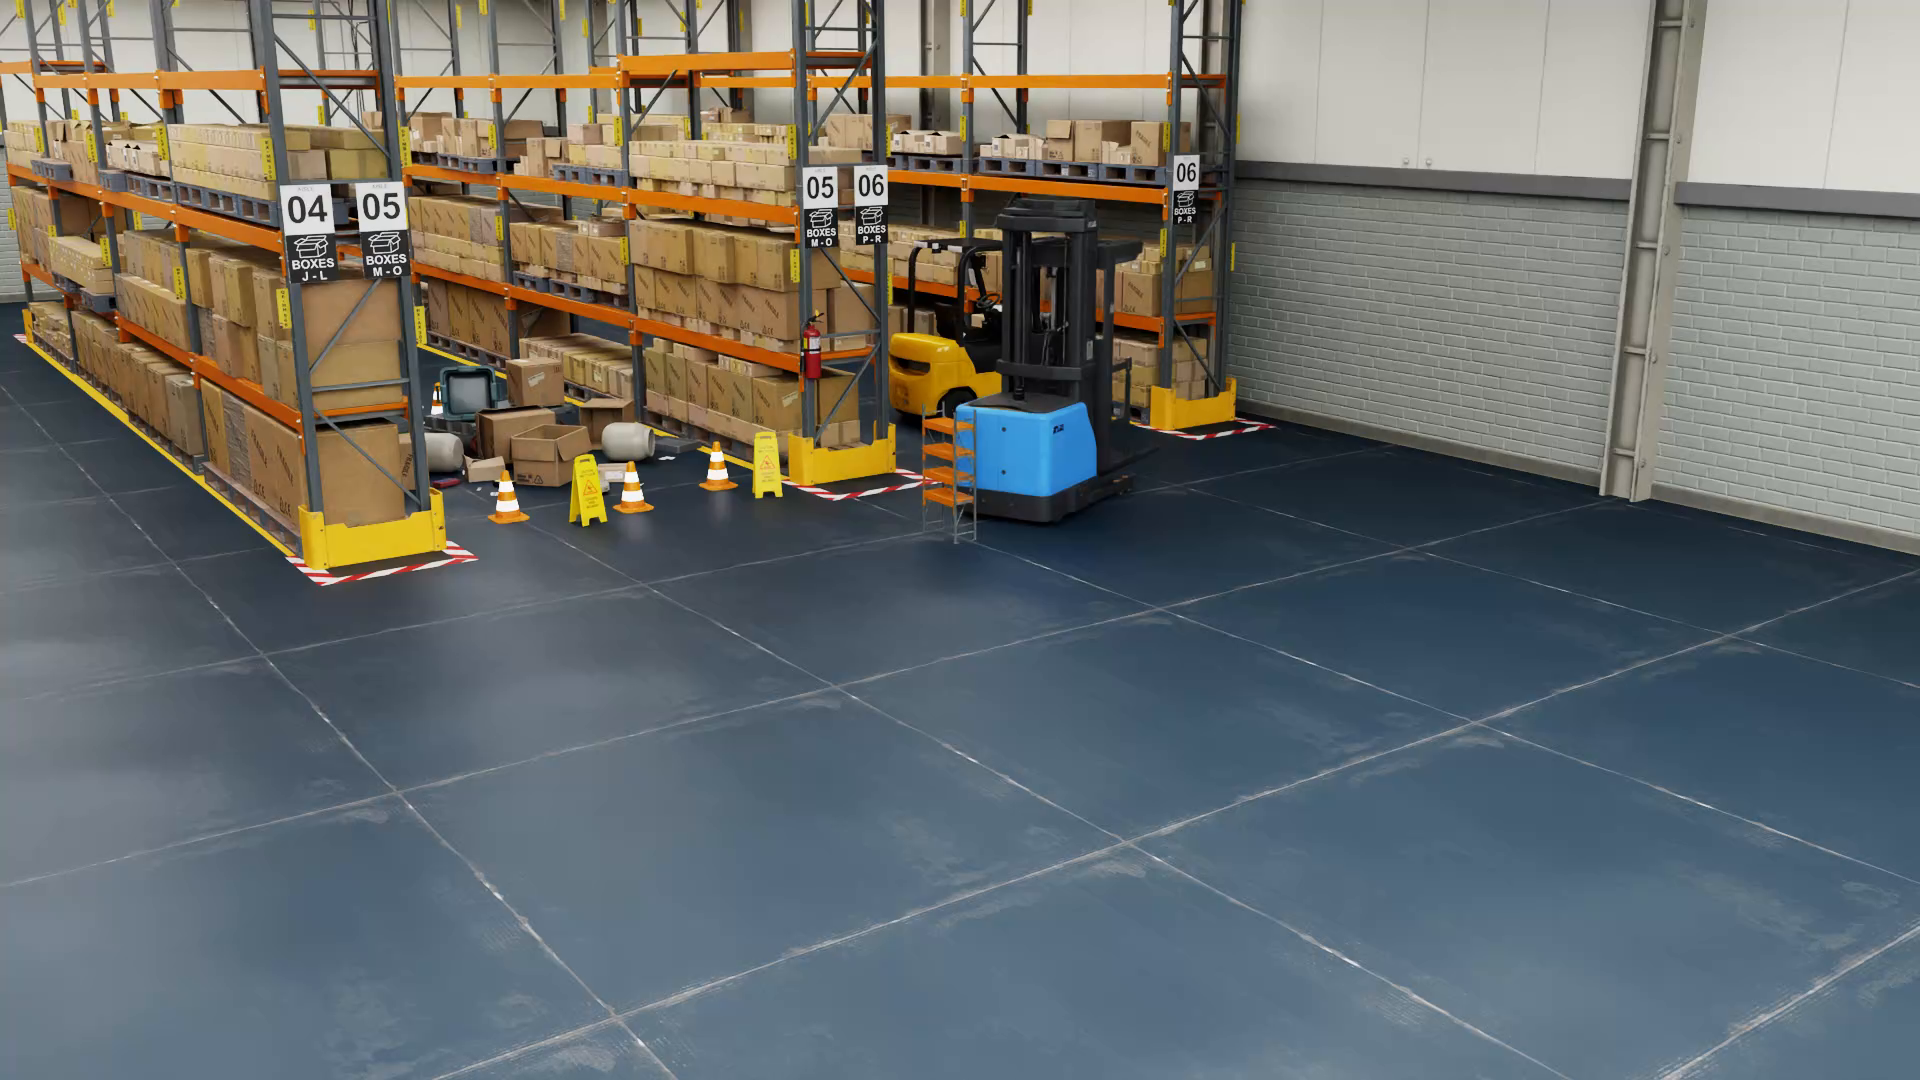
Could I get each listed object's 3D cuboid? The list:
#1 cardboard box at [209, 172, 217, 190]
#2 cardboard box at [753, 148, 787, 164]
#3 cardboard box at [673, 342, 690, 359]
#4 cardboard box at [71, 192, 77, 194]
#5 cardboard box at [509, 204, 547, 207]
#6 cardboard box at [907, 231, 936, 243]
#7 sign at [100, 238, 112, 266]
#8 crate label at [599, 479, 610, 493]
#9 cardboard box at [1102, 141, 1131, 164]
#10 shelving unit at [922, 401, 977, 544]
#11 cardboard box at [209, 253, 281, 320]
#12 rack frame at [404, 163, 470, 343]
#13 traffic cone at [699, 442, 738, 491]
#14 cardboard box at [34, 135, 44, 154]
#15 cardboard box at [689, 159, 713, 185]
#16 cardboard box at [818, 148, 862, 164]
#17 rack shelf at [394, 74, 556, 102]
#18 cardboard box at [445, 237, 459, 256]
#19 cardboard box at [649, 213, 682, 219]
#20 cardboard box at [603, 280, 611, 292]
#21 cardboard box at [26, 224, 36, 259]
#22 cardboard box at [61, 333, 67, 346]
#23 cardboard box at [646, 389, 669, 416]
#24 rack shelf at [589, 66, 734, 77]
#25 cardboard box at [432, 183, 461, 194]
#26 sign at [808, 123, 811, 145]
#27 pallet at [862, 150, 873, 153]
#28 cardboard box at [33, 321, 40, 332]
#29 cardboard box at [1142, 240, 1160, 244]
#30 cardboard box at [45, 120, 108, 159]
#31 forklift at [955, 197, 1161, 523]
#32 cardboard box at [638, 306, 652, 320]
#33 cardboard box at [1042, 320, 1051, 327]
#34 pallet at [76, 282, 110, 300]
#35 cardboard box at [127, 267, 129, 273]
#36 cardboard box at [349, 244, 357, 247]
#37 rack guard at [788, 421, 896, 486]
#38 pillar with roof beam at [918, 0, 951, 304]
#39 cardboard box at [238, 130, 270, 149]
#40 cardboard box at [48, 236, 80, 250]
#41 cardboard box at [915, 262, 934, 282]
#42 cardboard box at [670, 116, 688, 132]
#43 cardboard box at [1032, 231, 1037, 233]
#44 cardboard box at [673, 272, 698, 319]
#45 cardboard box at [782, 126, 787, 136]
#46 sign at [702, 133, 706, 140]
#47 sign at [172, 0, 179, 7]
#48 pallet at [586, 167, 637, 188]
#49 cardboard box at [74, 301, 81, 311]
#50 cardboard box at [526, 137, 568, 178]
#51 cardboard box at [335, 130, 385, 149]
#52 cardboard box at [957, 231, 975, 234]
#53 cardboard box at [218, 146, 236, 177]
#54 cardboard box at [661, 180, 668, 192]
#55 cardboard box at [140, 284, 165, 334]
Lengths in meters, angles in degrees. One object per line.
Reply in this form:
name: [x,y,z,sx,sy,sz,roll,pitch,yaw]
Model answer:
cardboard box: [-6.649,-3.294,15.237,0.380,0.149,0.250,-11,19,-34]
cardboard box: [-1.910,-3.958,17.137,0.380,0.149,0.250,-11,19,-35]
cardboard box: [-3.081,-2.200,19.196,0.380,0.149,0.250,-10,18,-32]
cardboard box: [-12.843,-4.910,24.685,0.500,0.500,0.500,-10,18,-34]
cardboard box: [-6.282,-4.595,24.098,0.500,0.500,0.500,-11,19,-34]
cardboard box: [-0.539,-4.347,23.859,0.380,0.149,0.250,-11,19,-36]
sign: [-10.268,-3.461,19.995,0.100,0.325,0.005,-11,19,-35]
crate label: [-3.693,-0.532,16.762,0.298,0.136,0.250,7,17,23]
cardboard box: [1.944,-4.696,20.140,0.396,0.266,0.258,-11,19,-34]
shelving unit: [-0.097,-0.614,15.047,0.258,1.200,0.503,-11,19,-35]
cardboard box: [-6.670,-2.446,15.999,0.875,0.550,0.550,-11,19,-35]
rack frame: [-8.242,-4.671,26.459,1.000,3.000,0.127,-11,19,-35]
traffic cone: [-2.483,-0.776,17.036,0.336,0.463,0.334,-11,19,-35]
cardboard box: [-12.664,-5.555,23.347,0.500,0.250,0.500,-12,19,-37]
cardboard box: [-2.608,-4.019,18.116,0.500,0.250,0.500,-11,19,-34]
cardboard box: [-1.230,-3.926,17.022,0.380,0.149,0.250,-11,19,-35]
rack shelf: [-7.066,-6.597,24.255,1.077,0.370,4.000,-11,19,-35]
cardboard box: [-7.308,-4.375,24.717,0.500,0.250,0.500,-12,19,-36]
cardboard box: [-5.315,-5.797,30.296,0.500,0.250,0.500,-11,19,-35]
cardboard box: [-4.205,-3.170,20.656,0.380,0.149,0.250,-12,19,-36]
cardboard box: [-13.885,-4.571,25.342,0.500,0.500,0.500,-11,19,-34]
cardboard box: [-12.798,-2.926,24.124,0.380,0.149,0.250,-12,19,-37]
cardboard box: [-3.410,-1.671,19.912,0.500,0.250,0.500,-12,19,-37]
rack shelf: [-5.405,-8.414,30.141,1.077,0.370,4.000,-11,19,-35]
cardboard box: [-8.218,-5.622,26.622,0.380,0.149,0.250,-11,19,-35]
sign: [-2.318,-6.200,25.386,0.100,0.325,0.005,-11,19,-35]
pallet: [-1.406,-5.812,25.306,1.213,0.211,1.003,-10,18,-32]
cardboard box: [-14.489,-3.401,26.424,0.380,0.149,0.250,-10,18,-33]
cardboard box: [2.375,-3.659,20.783,0.380,0.149,0.250,-11,19,-34]
cardboard box: [-12.053,-5.480,22.750,0.700,0.500,0.500,-11,19,-34]
forklift: [1.116,-1.915,16.522,1.130,2.935,3.031,9,18,29]
cardboard box: [-3.613,-2.724,19.823,0.380,0.149,0.250,-11,19,-35]
cardboard box: [1.099,-2.725,21.869,0.500,0.250,0.500,-10,18,-33]
pallet: [-11.032,-3.350,21.999,1.003,0.211,1.213,-11,19,-35]
cardboard box: [-10.868,-3.573,22.131,0.380,0.149,0.250,-12,19,-36]
cardboard box: [-10.224,-5.322,28.651,0.500,0.500,0.500,-11,19,-35]
rack guard: [-1.231,-0.919,17.486,1.175,0.500,0.348,-11,19,-35]
pillar with roof beam: [-3.864,-6.675,22.417,9.100,9.000,0.400,-11,19,-35]
cardboard box: [-5.900,-3.407,14.140,0.380,0.149,0.250,-10,18,-34]
cardboard box: [-12.327,-4.094,22.904,0.380,0.149,0.250,-10,18,-32]
cardboard box: [-0.334,-3.835,23.689,0.500,0.250,0.500,-11,19,-35]
cardboard box: [-4.721,-7.271,29.053,0.500,0.250,0.500,-11,19,-34]
cardboard box: [0.806,-4.029,22.134,0.380,0.149,0.250,-11,19,-36]
cardboard box: [-2.906,-2.804,18.886,0.500,0.500,0.500,-11,19,-35]
cardboard box: [-2.585,-6.447,26.232,0.380,0.149,0.250,-12,19,-36]
sign: [-3.104,-4.744,20.067,0.100,0.325,0.005,-11,19,-35]
sign: [-9.388,-6.534,19.834,0.100,0.325,0.005,-11,19,-35]
pallet: [-3.815,-4.467,20.389,1.213,0.211,1.003,-11,19,-35]
cardboard box: [-13.921,-3.713,26.438,0.380,0.149,0.250,-10,18,-33]
cardboard box: [-5.341,-5.108,22.184,0.700,0.500,0.500,-11,19,-35]
cardboard box: [-5.070,-3.400,14.115,0.380,0.149,0.250,-11,19,-34]
cardboard box: [0.180,-4.322,23.767,0.380,0.149,0.250,-11,19,-35]
cardboard box: [-6.233,-3.362,14.733,0.500,0.250,0.500,-11,19,-35]
cardboard box: [-3.210,-4.083,19.106,0.380,0.149,0.250,-11,19,-34]
cardboard box: [-8.901,-2.614,18.757,0.500,0.500,0.500,-11,19,-35]
